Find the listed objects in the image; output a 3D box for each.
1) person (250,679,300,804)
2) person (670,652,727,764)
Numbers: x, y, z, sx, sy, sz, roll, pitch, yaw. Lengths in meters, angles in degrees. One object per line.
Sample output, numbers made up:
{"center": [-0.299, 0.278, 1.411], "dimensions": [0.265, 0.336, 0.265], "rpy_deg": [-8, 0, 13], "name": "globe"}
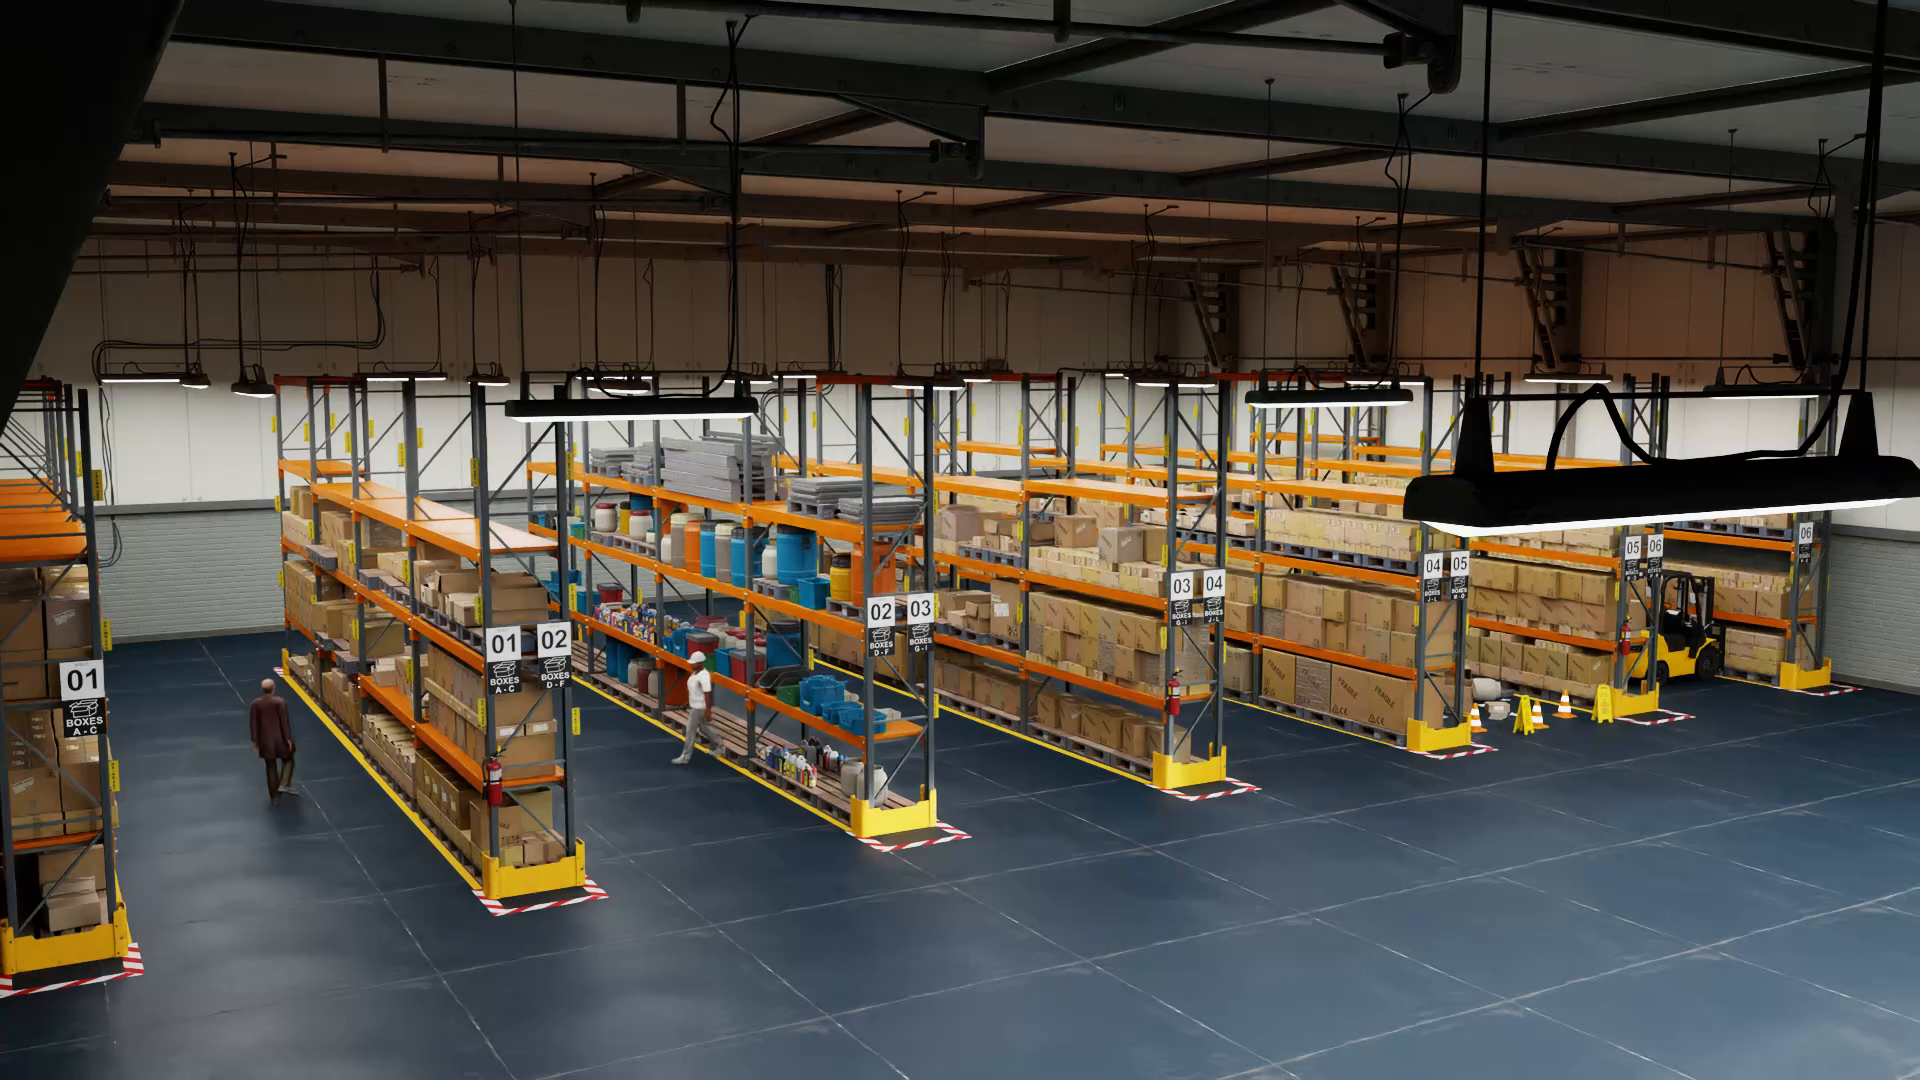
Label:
{"center": [-9.751, 2.862, 23.635], "dimensions": [0.624, 1.770, 0.571], "rpy_deg": [-2, 7, -18], "name": "person"}
{"center": [-4.113, 2.614, 26.135], "dimensions": [0.910, 1.751, 0.584], "rpy_deg": [-1, 6, -11], "name": "person"}
